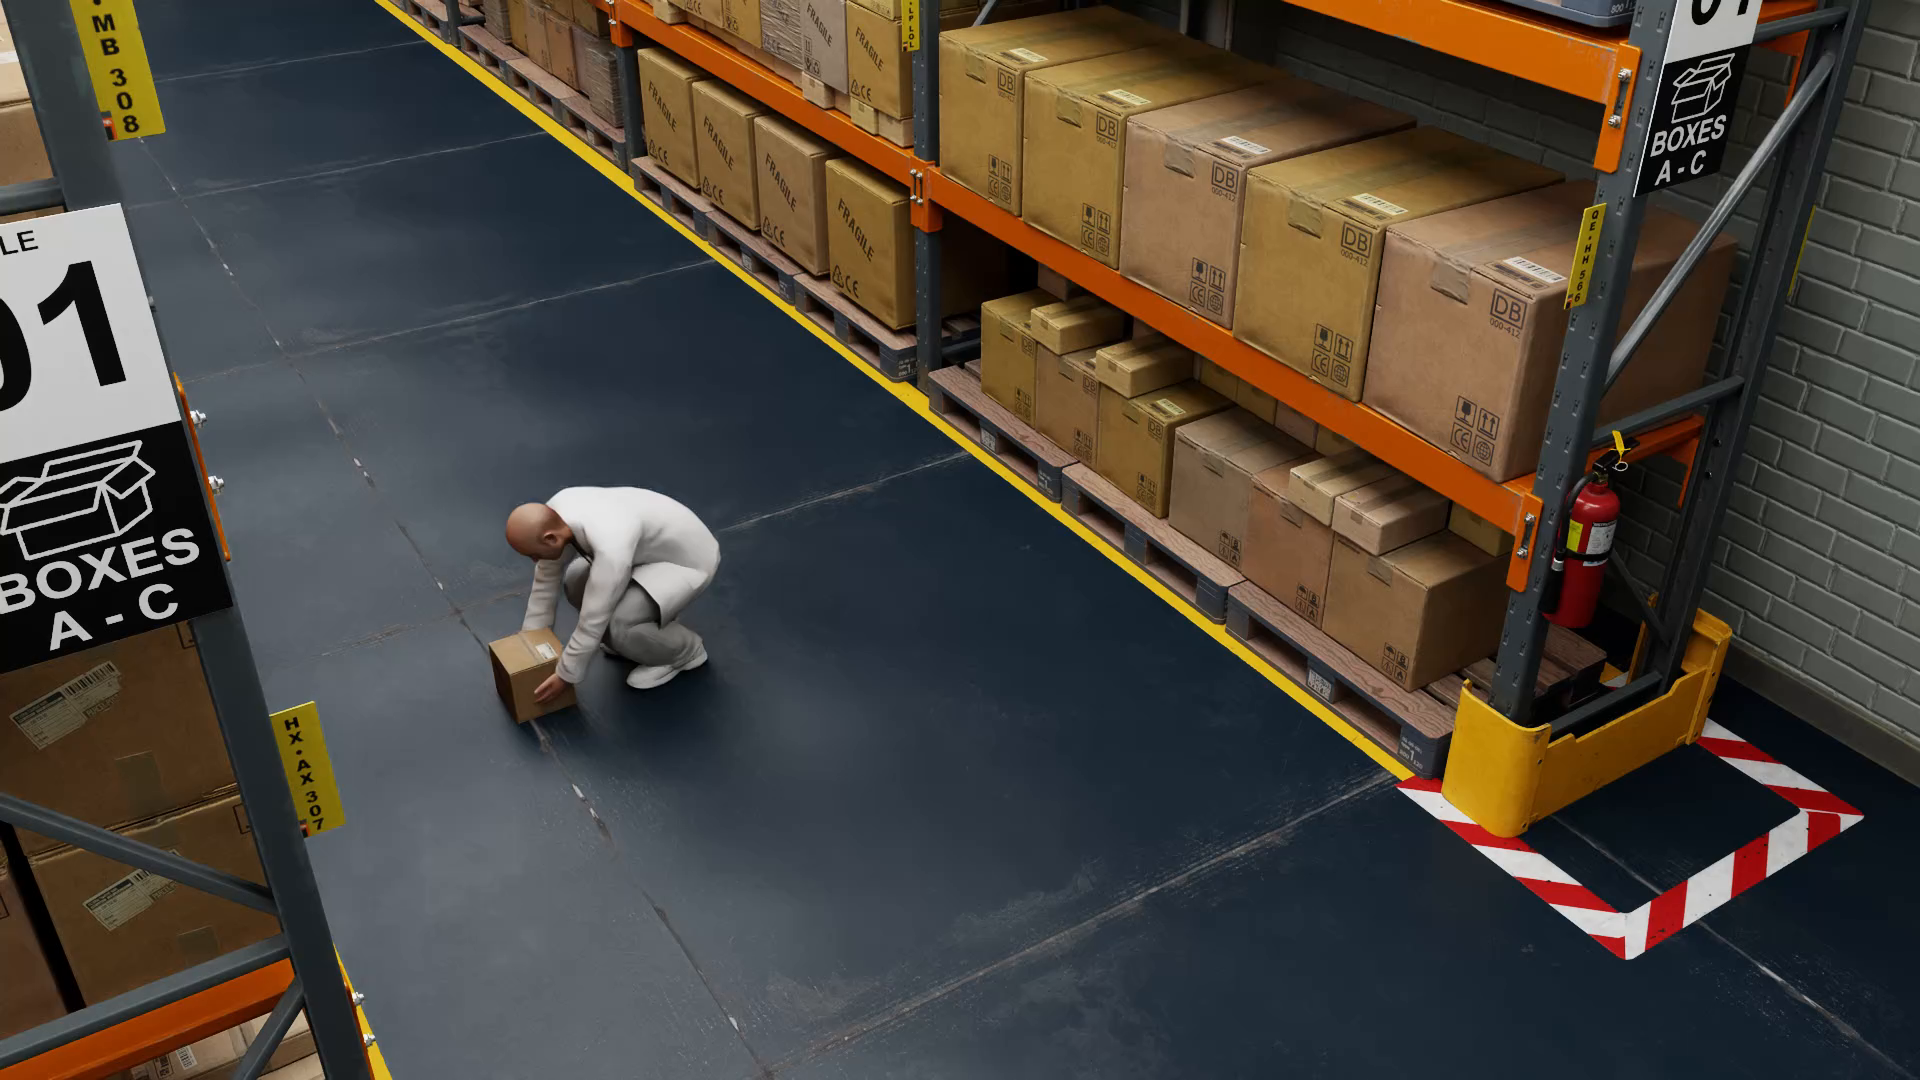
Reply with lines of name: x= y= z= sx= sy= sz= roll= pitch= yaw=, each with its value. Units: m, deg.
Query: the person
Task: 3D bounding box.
person: x=-1.398 y=0.151 z=6.709 sx=0.913 sy=0.930 sz=0.608 roll=-19 pitch=37 yaw=-27
